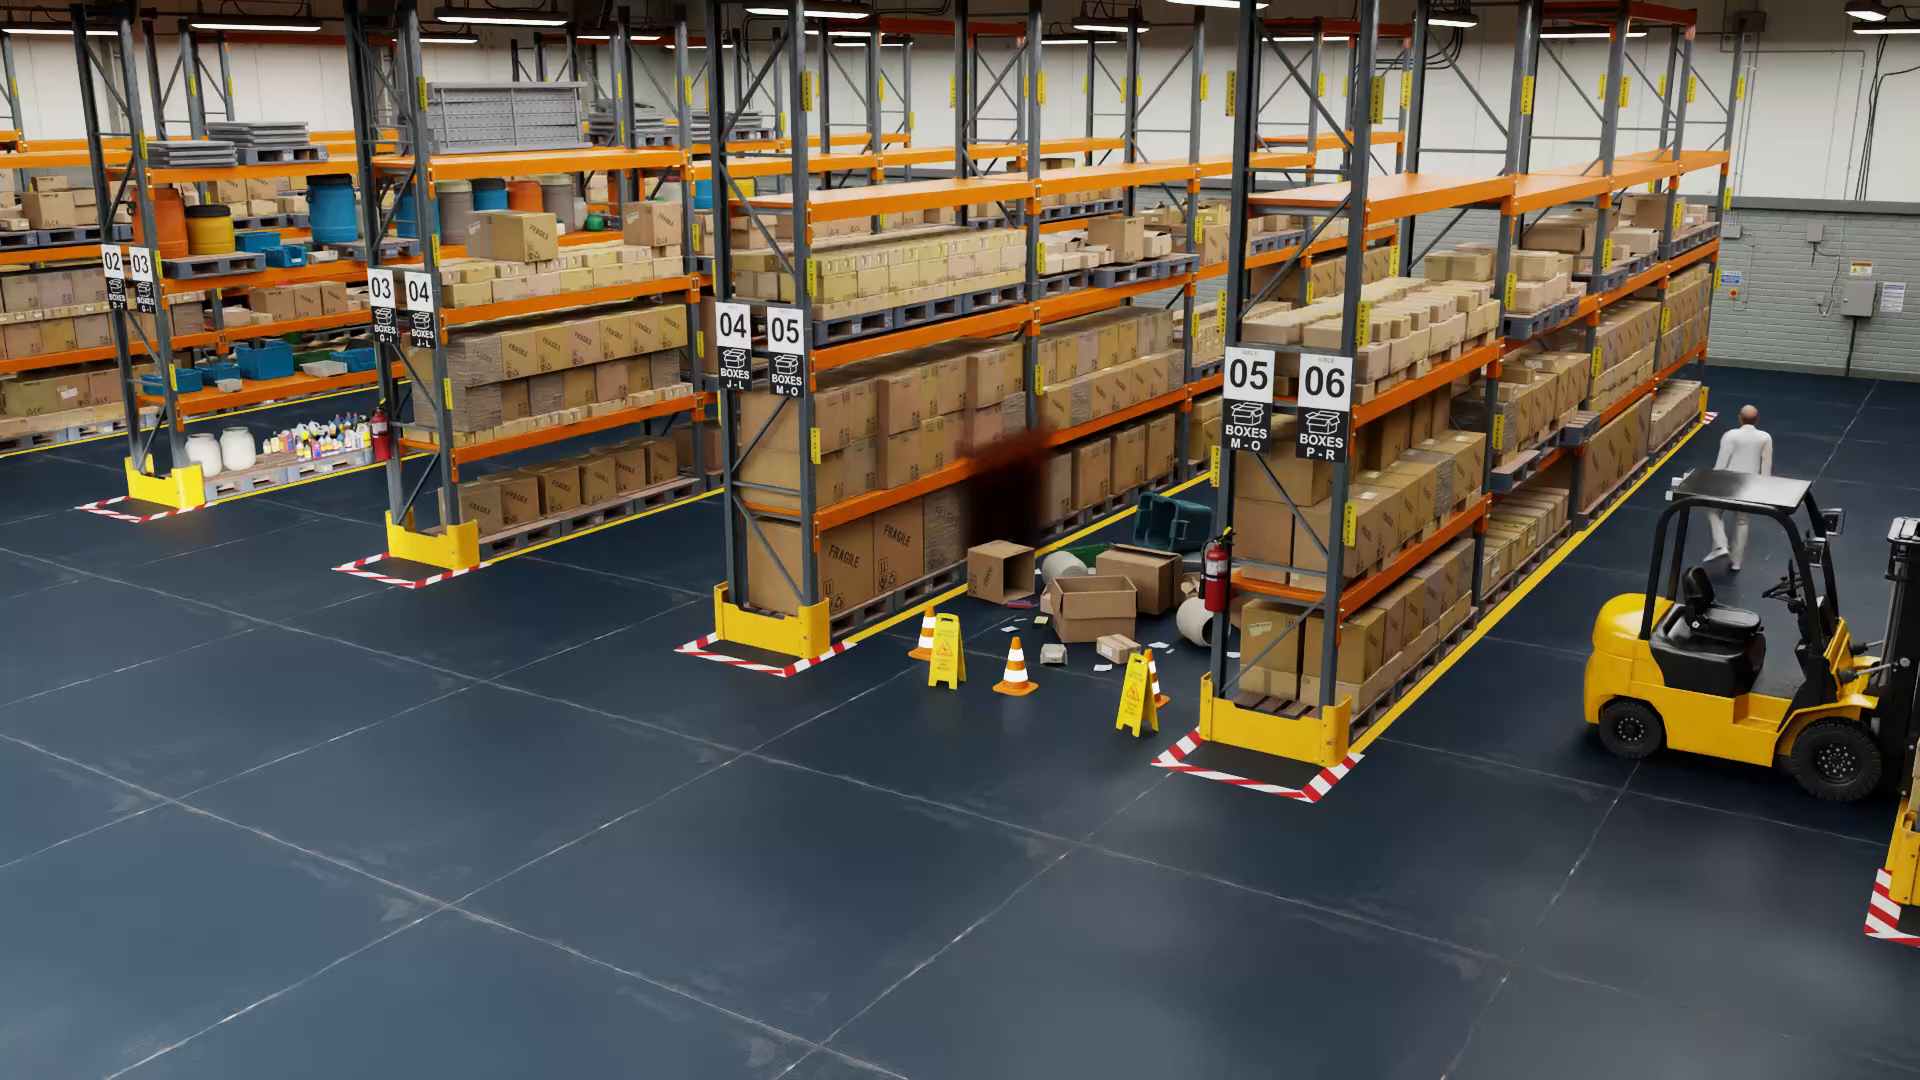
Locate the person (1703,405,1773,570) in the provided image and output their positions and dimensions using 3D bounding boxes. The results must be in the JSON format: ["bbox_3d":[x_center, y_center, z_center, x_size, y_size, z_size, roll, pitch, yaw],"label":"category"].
[{"bbox_3d":[8.408,-0.569,17.935,0.638,1.779,0.521,2,16,5],"label":"person"}]

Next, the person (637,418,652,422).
[{"bbox_3d":[-5.033,-2.586,25.497,0.618,1.628,0.728,14,21,40],"label":"person"}]

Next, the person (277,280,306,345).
[{"bbox_3d":[-12.091,-3.929,30.214,0.623,1.693,0.720,8,18,27],"label":"person"}]
